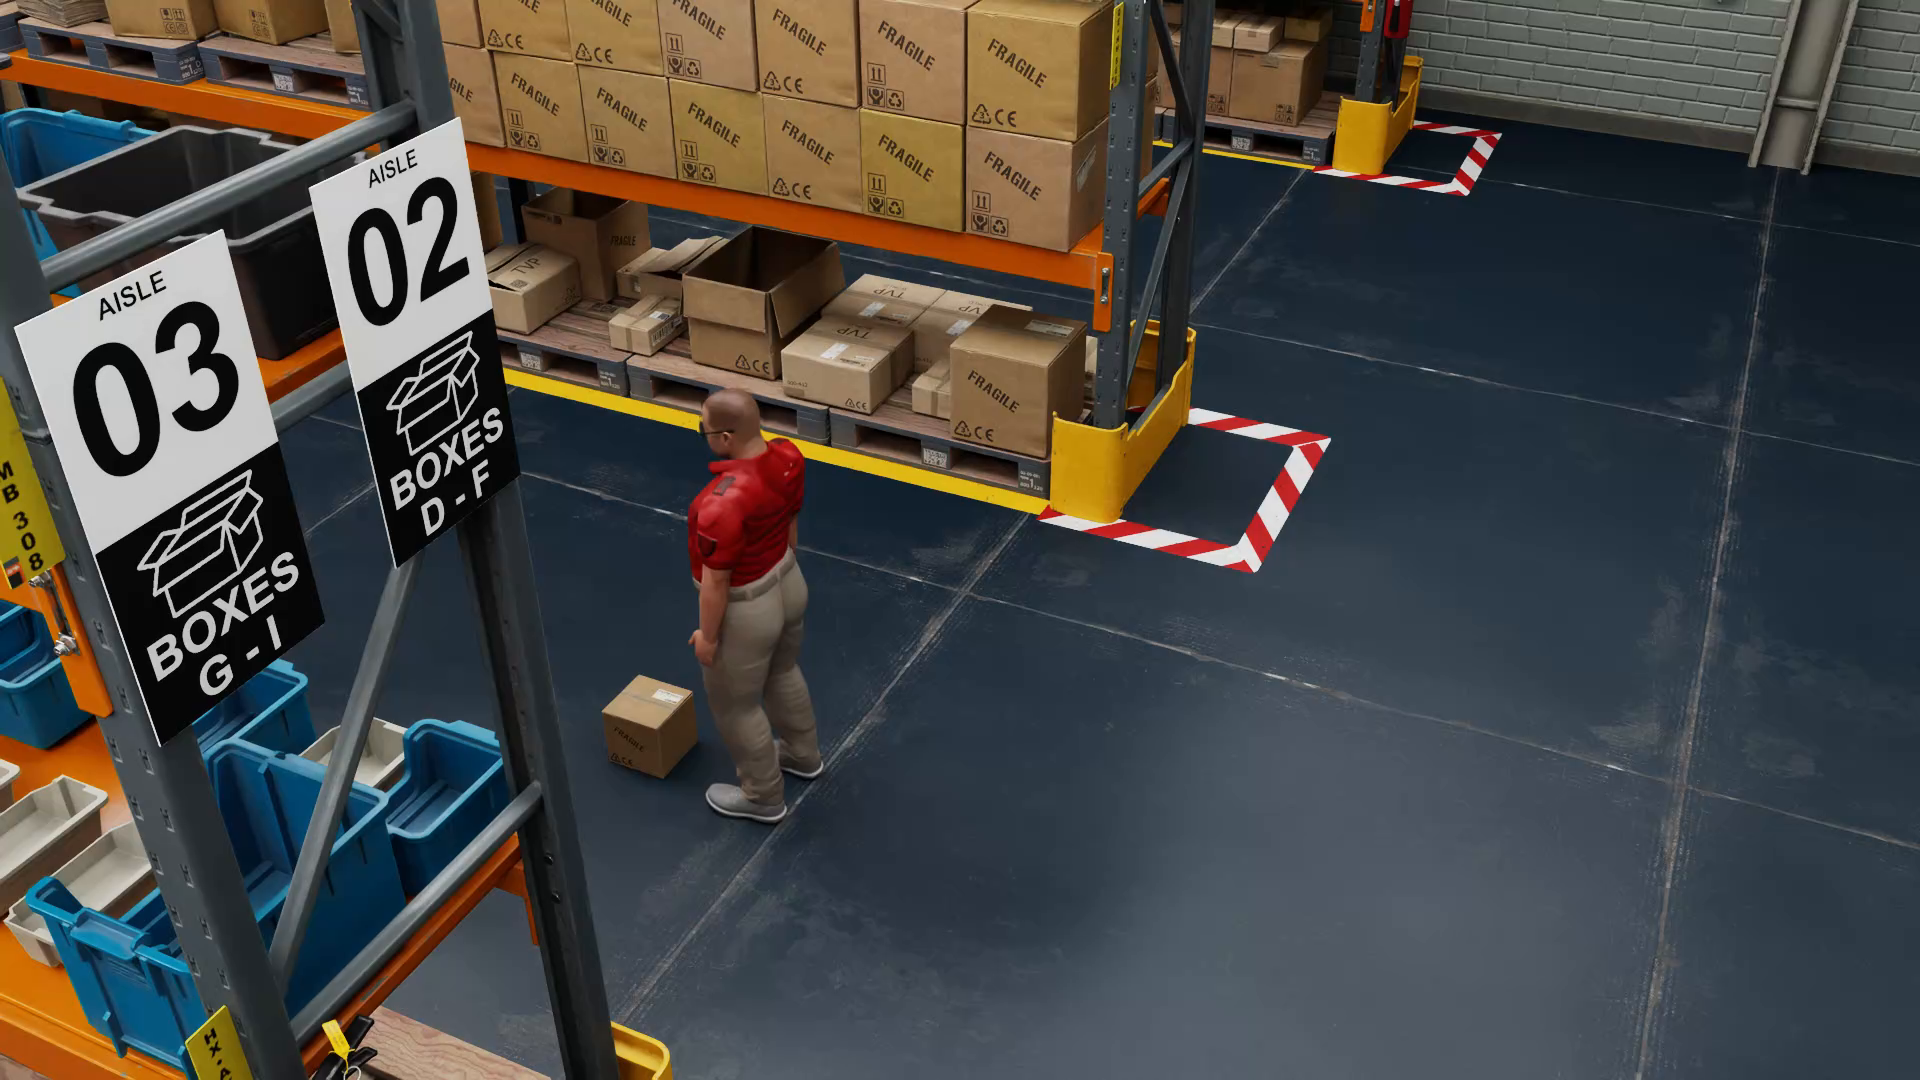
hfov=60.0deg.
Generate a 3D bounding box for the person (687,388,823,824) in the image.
[{"bbox_3d":[-0.754,0.232,5.816,0.359,1.722,0.529,15,36,22],"label":"person"}]
